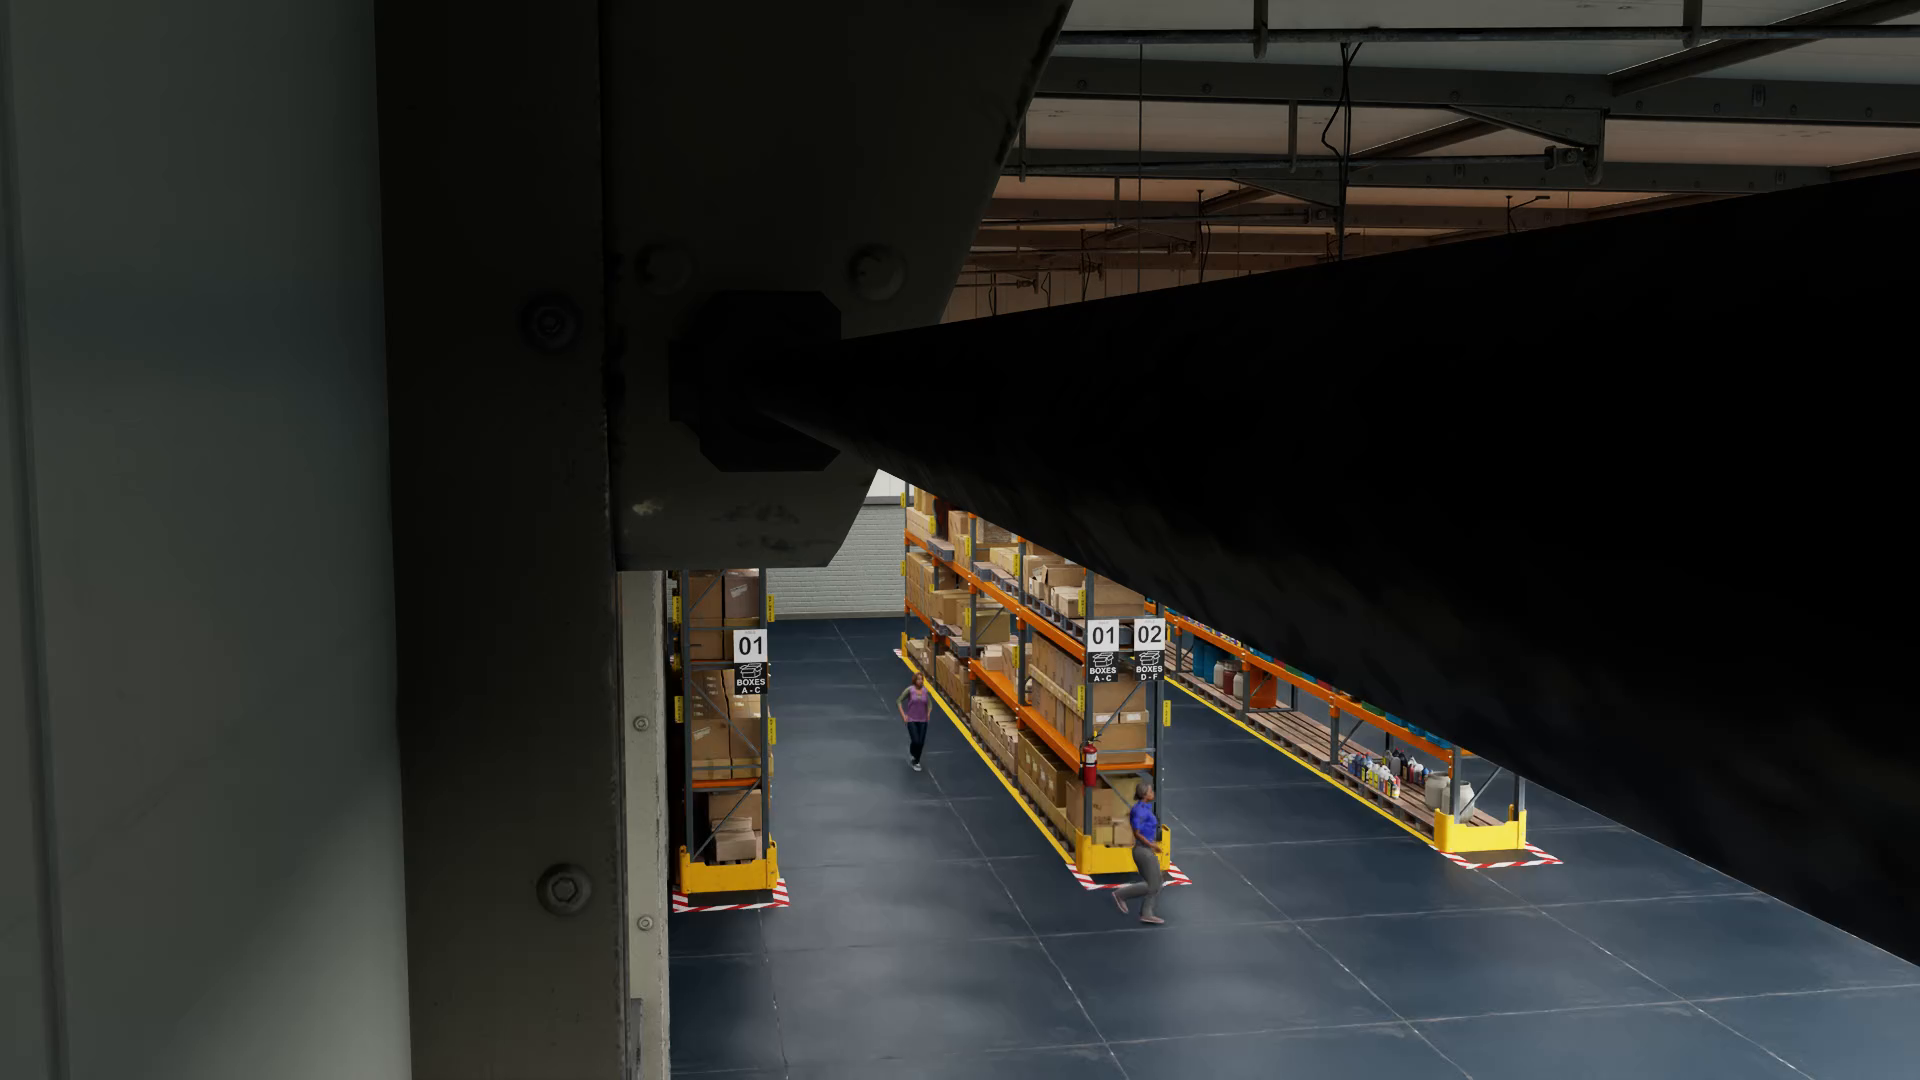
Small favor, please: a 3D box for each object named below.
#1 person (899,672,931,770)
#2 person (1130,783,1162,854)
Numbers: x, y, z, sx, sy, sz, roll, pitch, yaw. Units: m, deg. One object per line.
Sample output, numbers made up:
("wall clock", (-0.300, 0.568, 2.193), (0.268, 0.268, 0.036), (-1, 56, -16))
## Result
("person", (-0.683, 2.855, 26.095), (0.510, 1.561, 0.505), (-2, 6, -20))
("person", (2.116, 3.188, 18.908), (0.356, 0.857, 0.576), (1, 6, 5))
